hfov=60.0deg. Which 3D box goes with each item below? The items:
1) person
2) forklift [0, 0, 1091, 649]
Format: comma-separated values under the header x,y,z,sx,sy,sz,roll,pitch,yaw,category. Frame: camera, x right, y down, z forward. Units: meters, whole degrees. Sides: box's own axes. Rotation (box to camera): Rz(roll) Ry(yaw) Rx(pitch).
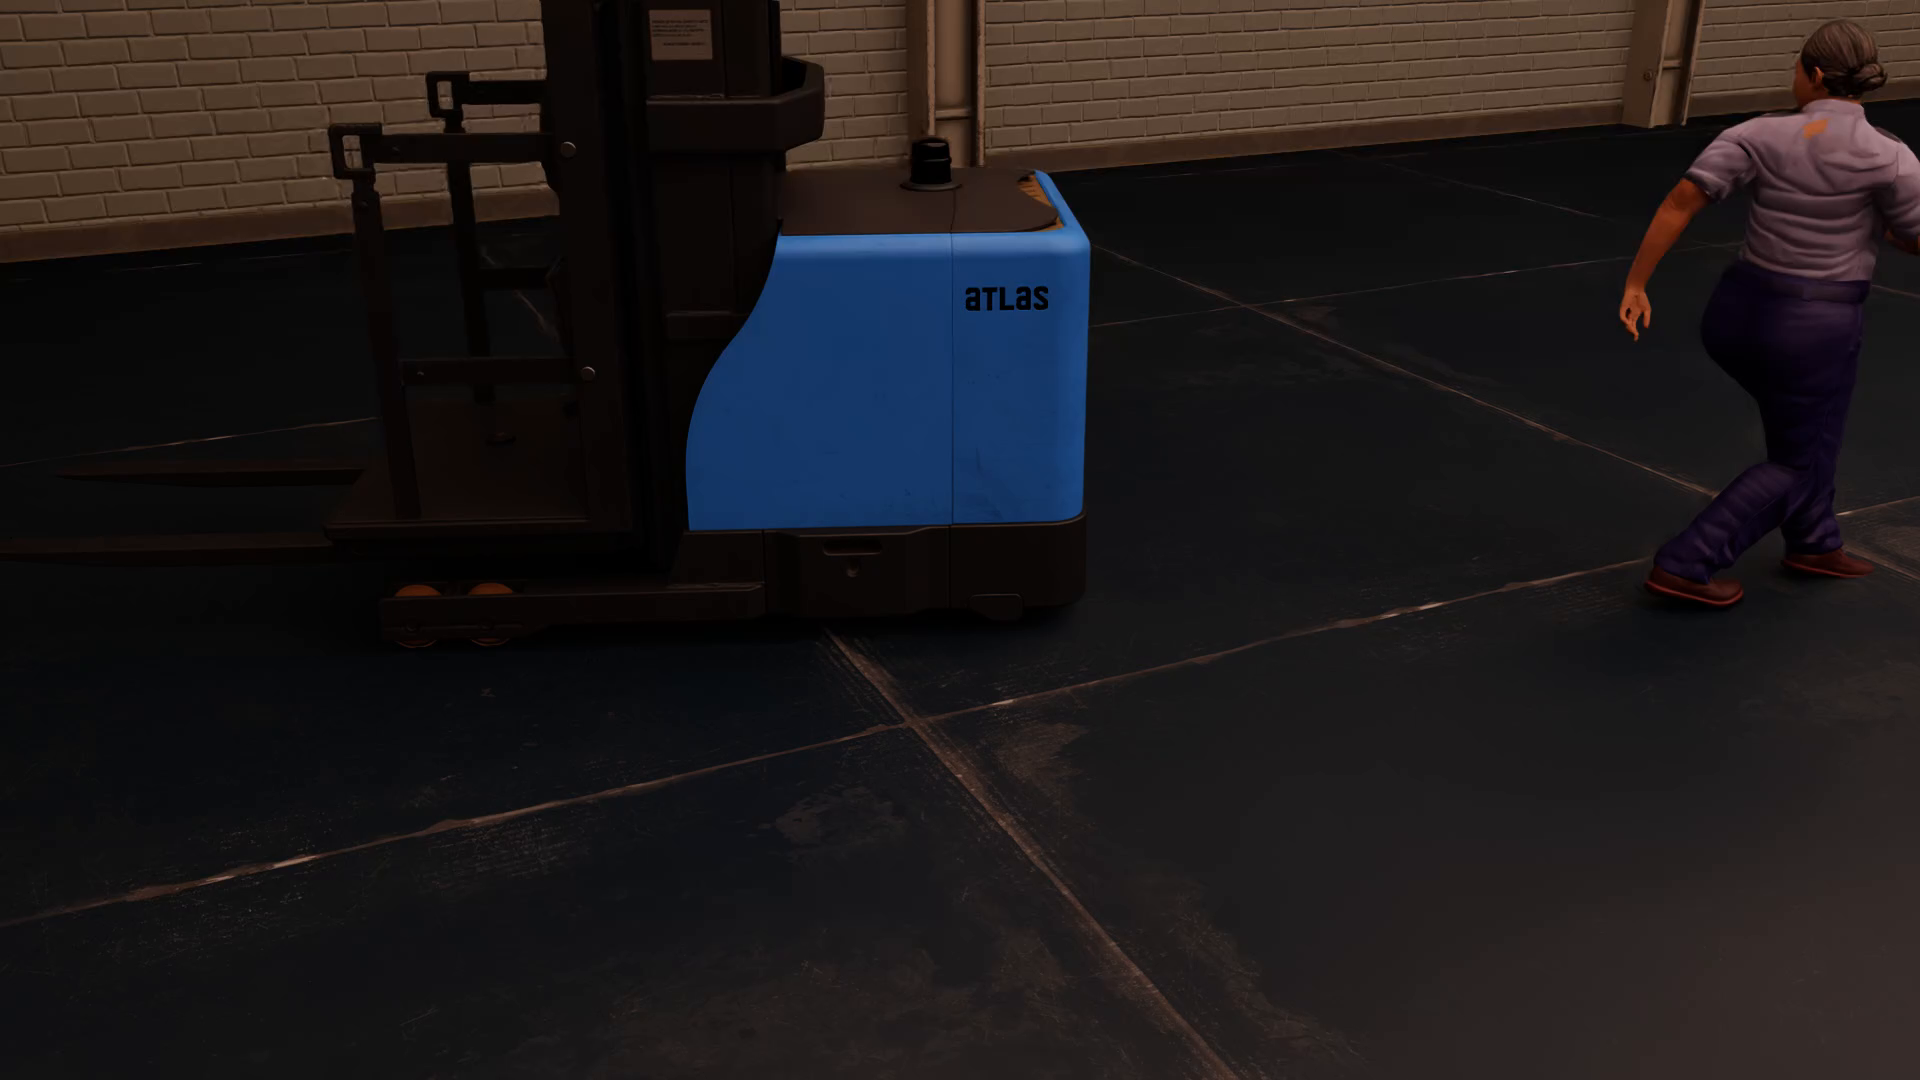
x,y,z,sx,sy,sz,roll,pitch,yaw,category
2.266,-0.576,4.500,0.900,1.594,0.498,-9,24,-22,person
-1.194,-1.275,4.355,3.031,2.935,1.130,-1,23,-3,forklift
